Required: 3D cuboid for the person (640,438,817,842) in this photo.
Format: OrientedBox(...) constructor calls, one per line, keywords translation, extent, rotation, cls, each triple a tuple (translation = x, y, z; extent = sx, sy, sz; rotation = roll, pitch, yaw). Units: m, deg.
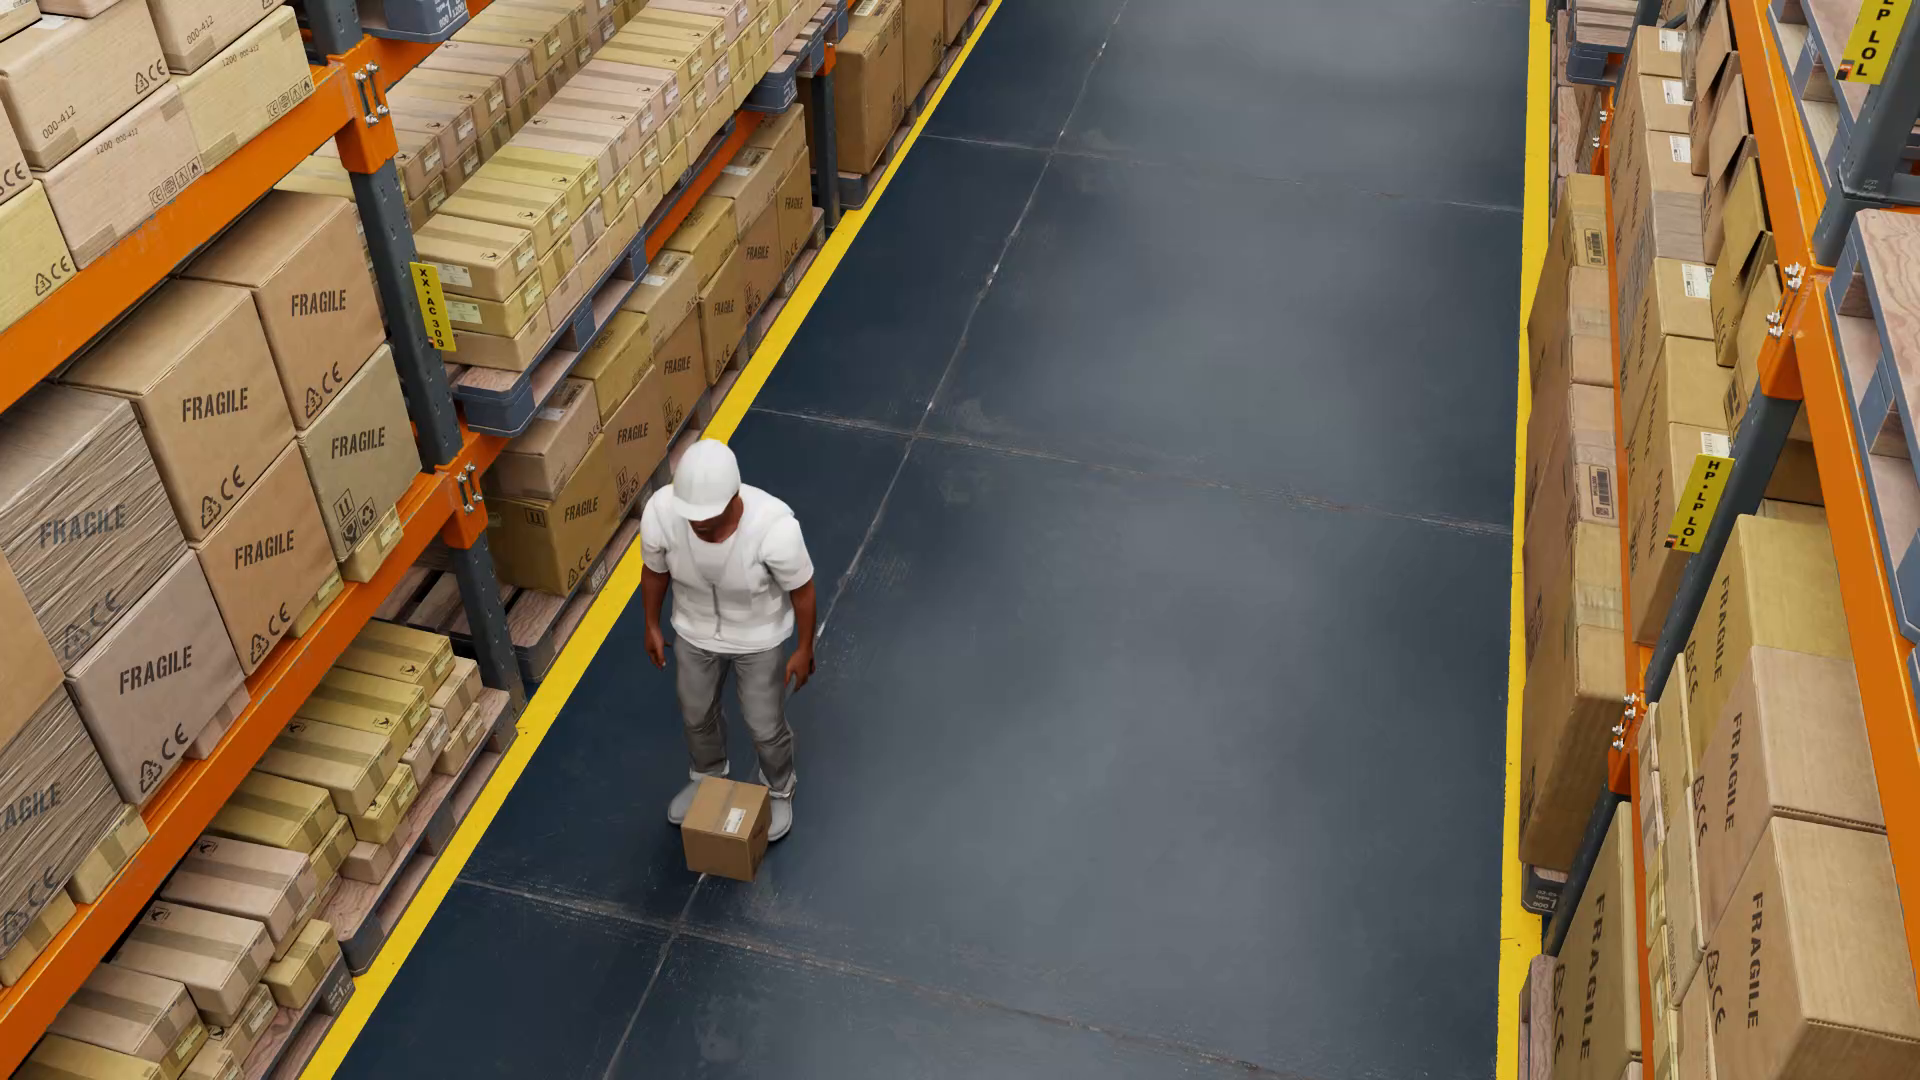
OrientedBox(translation=(-0.800, 0.339, 5.752), extent=(0.621, 1.759, 0.461), rotation=(8, 41, 10), cls="person")
